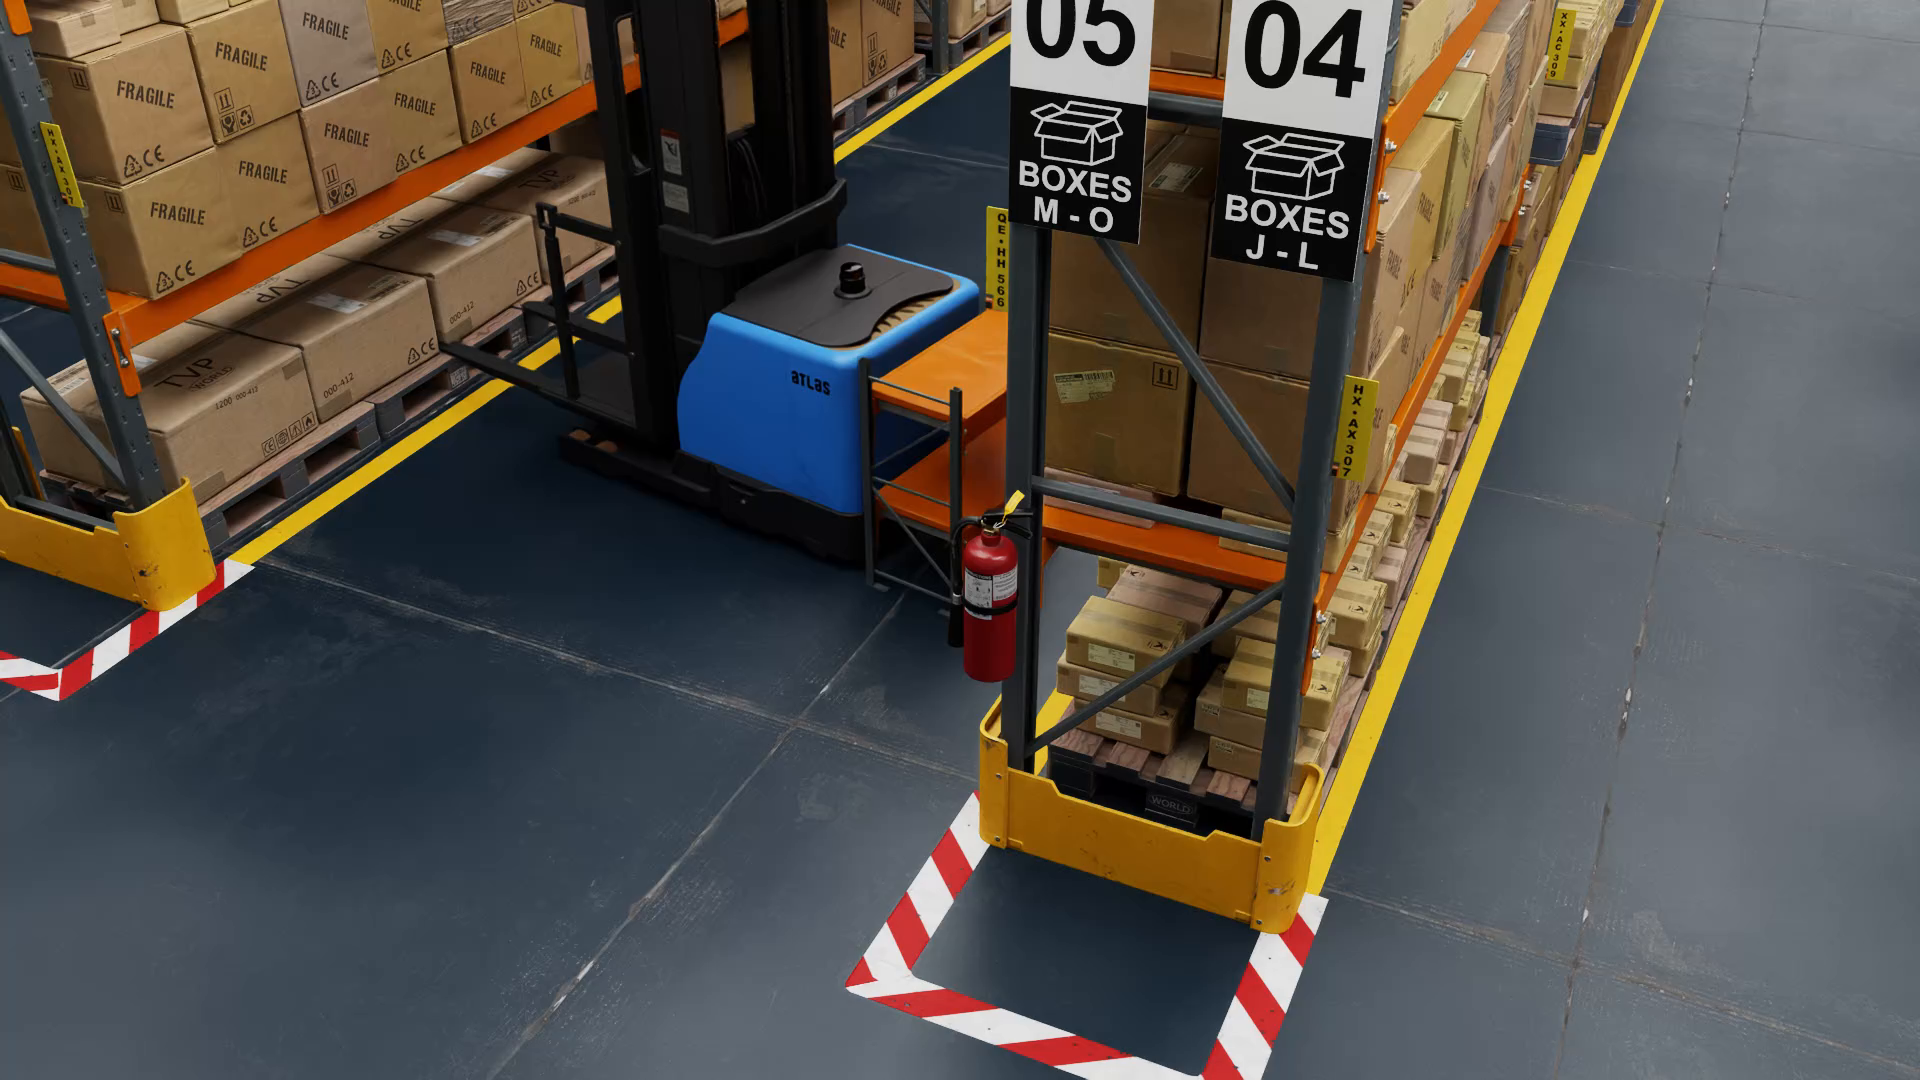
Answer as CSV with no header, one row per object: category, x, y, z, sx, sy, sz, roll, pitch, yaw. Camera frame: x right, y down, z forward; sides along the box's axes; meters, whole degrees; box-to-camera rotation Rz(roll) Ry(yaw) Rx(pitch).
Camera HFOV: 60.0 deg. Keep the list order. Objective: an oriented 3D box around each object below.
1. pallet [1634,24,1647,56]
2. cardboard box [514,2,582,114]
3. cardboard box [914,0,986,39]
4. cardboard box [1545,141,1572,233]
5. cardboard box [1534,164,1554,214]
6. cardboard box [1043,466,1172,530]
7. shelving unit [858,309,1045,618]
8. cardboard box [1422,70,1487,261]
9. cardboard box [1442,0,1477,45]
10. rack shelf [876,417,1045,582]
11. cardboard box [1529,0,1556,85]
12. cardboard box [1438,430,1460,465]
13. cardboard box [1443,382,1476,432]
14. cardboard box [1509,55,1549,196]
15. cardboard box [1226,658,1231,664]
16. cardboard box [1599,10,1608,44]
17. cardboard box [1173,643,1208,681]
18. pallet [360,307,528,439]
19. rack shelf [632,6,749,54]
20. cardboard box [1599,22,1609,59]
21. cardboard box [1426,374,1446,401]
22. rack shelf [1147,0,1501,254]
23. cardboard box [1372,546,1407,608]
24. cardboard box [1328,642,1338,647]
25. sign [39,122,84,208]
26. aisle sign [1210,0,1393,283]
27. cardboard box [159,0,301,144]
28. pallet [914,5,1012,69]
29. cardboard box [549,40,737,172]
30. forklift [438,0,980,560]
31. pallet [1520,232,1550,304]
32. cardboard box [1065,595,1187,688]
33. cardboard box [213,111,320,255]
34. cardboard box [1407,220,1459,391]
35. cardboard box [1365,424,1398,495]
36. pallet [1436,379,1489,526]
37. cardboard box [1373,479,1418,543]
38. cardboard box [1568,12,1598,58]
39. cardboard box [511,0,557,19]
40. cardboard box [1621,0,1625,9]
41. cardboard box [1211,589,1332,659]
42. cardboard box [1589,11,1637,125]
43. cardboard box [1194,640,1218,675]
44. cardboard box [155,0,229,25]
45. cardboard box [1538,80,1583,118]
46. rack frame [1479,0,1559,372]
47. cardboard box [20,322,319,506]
pallet,5.386,-4.483,14.395,1.003,0.211,1.213,14,36,20
cardboard box,-2.417,-2.646,8.959,0.500,0.500,0.500,13,36,19
cardboard box,-0.326,-4.500,13.890,0.950,0.372,0.625,12,35,17
cardboard box,3.502,-2.276,10.383,0.500,0.500,0.500,13,35,18
cardboard box,3.063,-2.084,9.405,0.500,0.250,0.500,15,36,22
cardboard box,0.499,-0.197,5.543,0.380,0.149,0.250,14,36,21
shelving unit,0.085,-0.431,7.381,0.538,1.125,1.048,21,39,28
cardboard box,1.492,-1.328,5.766,0.500,0.500,0.500,13,36,19
cardboard box,1.264,-1.692,4.997,0.500,0.250,0.500,15,36,22
rack shelf,0.085,-0.226,7.515,0.538,0.278,1.000,21,39,28
cardboard box,2.342,-2.355,7.331,0.500,0.500,0.500,13,35,19
cardboard box,2.202,-0.520,8.024,0.380,0.149,0.250,13,35,19
cardboard box,2.252,-0.669,7.981,0.380,0.149,0.250,13,35,19
cardboard box,2.347,-1.927,7.591,0.500,0.500,0.500,14,36,21
cardboard box,1.165,0.606,6.308,0.380,0.149,0.250,14,36,20
cardboard box,3.198,-2.740,8.768,0.380,0.149,0.250,13,35,18
cardboard box,0.740,0.372,6.393,0.380,0.149,0.250,13,36,19
pallet,-3.143,-1.015,9.106,1.003,0.211,1.213,14,36,20
rack shelf,-1.408,-3.847,11.538,1.077,0.370,4.000,14,36,20
cardboard box,3.307,-2.742,9.043,0.380,0.149,0.250,13,35,18
cardboard box,2.033,-0.689,7.739,0.380,0.149,0.250,15,36,22
rack shelf,1.456,-2.024,6.022,1.077,0.370,4.000,14,36,20
cardboard box,1.672,0.125,7.041,0.380,0.149,0.250,12,35,18
cardboard box,1.260,0.350,6.426,0.380,0.149,0.250,15,36,21
sign,-3.417,-1.425,6.325,0.100,0.325,0.005,14,36,20
aisle sign,0.862,-1.056,4.255,0.394,0.787,0.004,14,36,20
cardboard box,-3.249,-2.052,7.141,0.500,0.500,0.500,13,35,19
pallet,-0.243,-4.367,14.217,1.003,0.211,1.213,14,36,20
cardboard box,-2.058,-2.766,10.788,0.875,0.875,0.875,15,36,22
forklift,-1.392,-1.763,7.765,3.031,2.935,1.130,21,39,29
pallet,3.127,-1.898,10.453,1.003,0.211,1.213,14,36,20
cardboard box,0.611,0.372,6.122,0.380,0.149,0.250,15,36,21
cardboard box,-3.271,-1.633,7.414,0.500,0.500,0.500,14,36,20
cardboard box,1.476,-0.914,6.046,0.500,0.500,0.500,15,36,21
cardboard box,1.283,-0.313,5.722,0.380,0.149,0.250,13,35,19
pallet,2.044,-0.558,8.408,1.003,0.211,1.213,14,36,20
cardboard box,1.680,-0.150,6.917,0.380,0.149,0.250,15,36,21
cardboard box,2.876,-2.477,8.095,0.380,0.149,0.250,16,37,23
cardboard box,-2.411,-3.063,8.682,0.500,0.500,0.500,14,36,20
cardboard box,3.746,-3.269,9.846,0.380,0.149,0.250,13,35,18
cardboard box,1.154,0.345,6.162,0.380,0.149,0.250,15,36,21
cardboard box,4.303,-3.576,12.137,1.050,0.750,0.750,14,36,20
cardboard box,0.855,0.369,6.669,0.380,0.149,0.250,14,36,20
cardboard box,-3.261,-2.254,6.858,0.380,0.149,0.250,15,36,22
cardboard box,2.876,-2.228,8.258,0.380,0.149,0.250,12,35,18
rack frame,2.293,-2.067,8.166,1.000,3.000,0.127,14,36,20
cardboard box,-3.733,-0.615,7.907,0.875,0.438,0.875,13,35,19
